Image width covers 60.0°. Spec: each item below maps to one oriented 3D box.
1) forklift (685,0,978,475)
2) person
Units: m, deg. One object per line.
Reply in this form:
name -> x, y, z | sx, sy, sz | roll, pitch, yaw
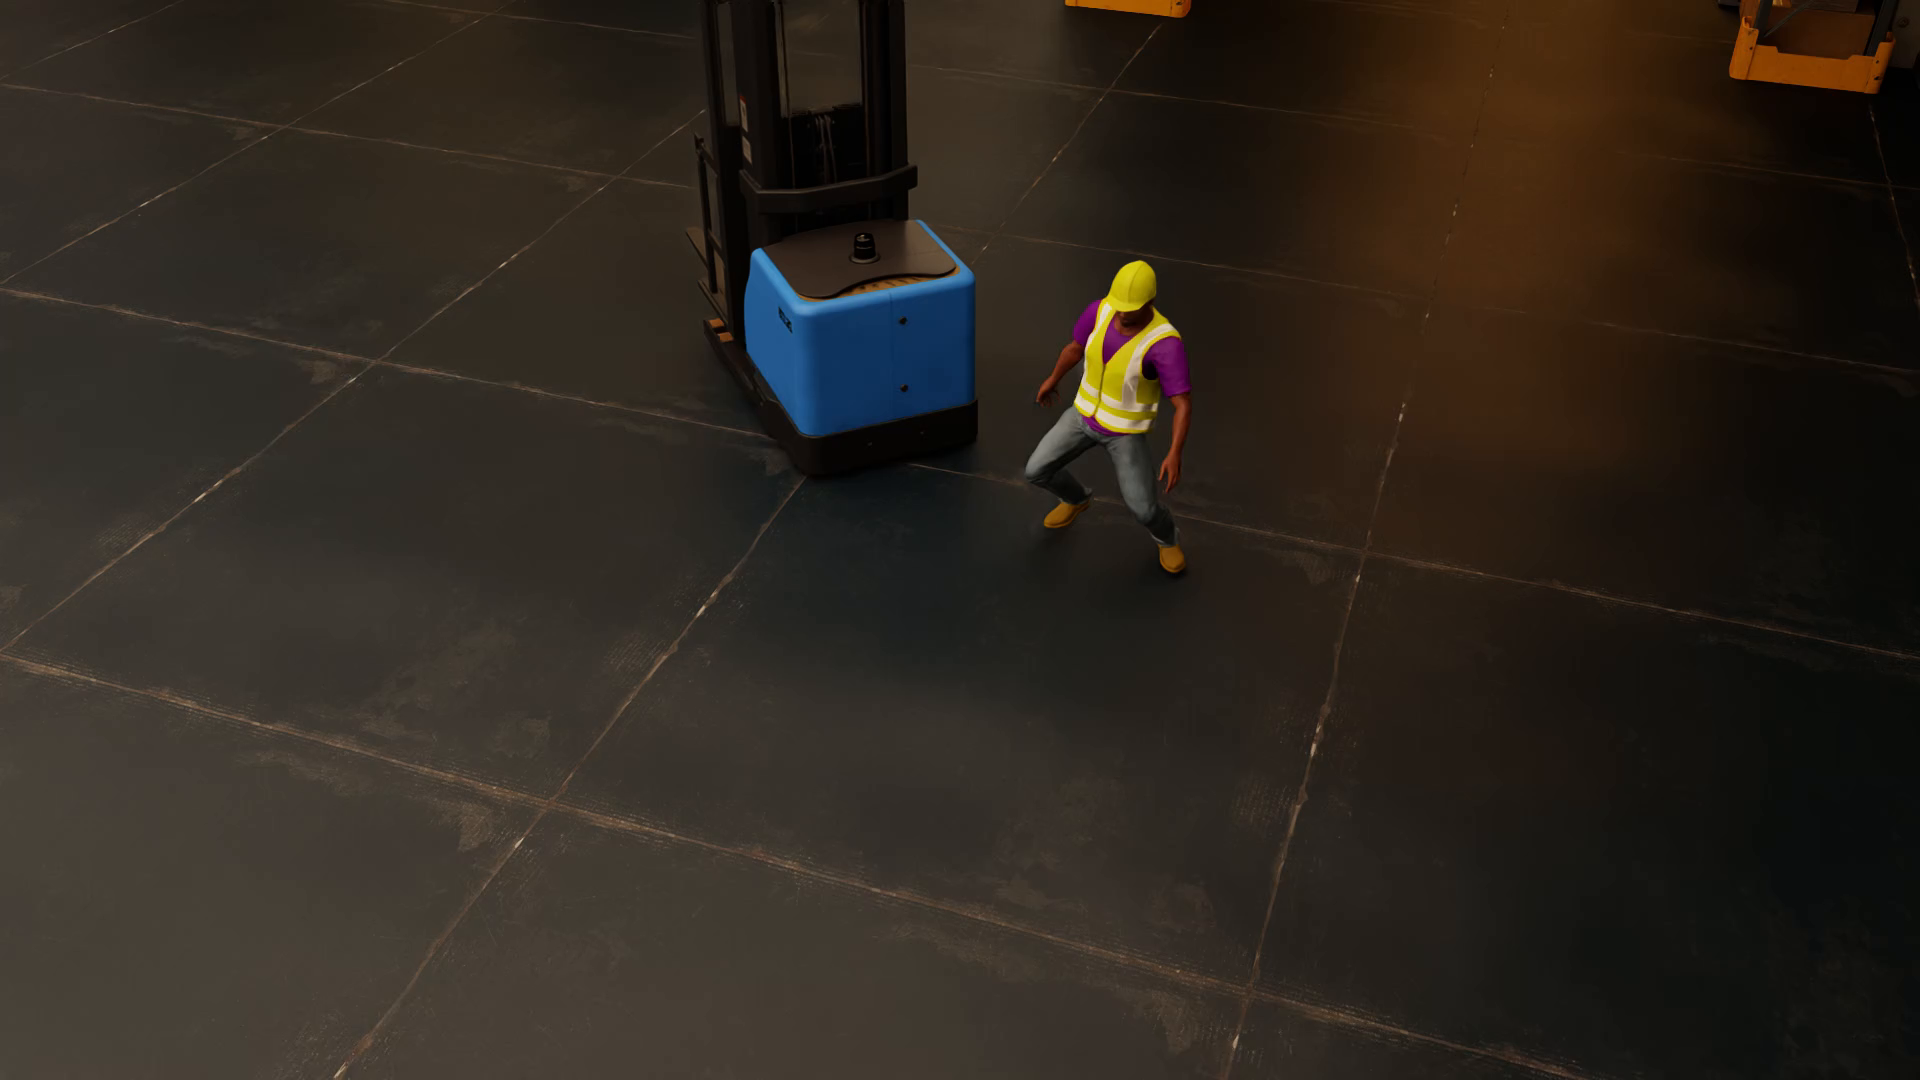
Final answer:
forklift -> -0.946, -2.393, 9.486 | 1.130, 2.935, 3.031 | -14, 38, -19
person -> 0.745, -0.614, 8.066 | 0.599, 1.617, 0.987 | -29, 45, -35
